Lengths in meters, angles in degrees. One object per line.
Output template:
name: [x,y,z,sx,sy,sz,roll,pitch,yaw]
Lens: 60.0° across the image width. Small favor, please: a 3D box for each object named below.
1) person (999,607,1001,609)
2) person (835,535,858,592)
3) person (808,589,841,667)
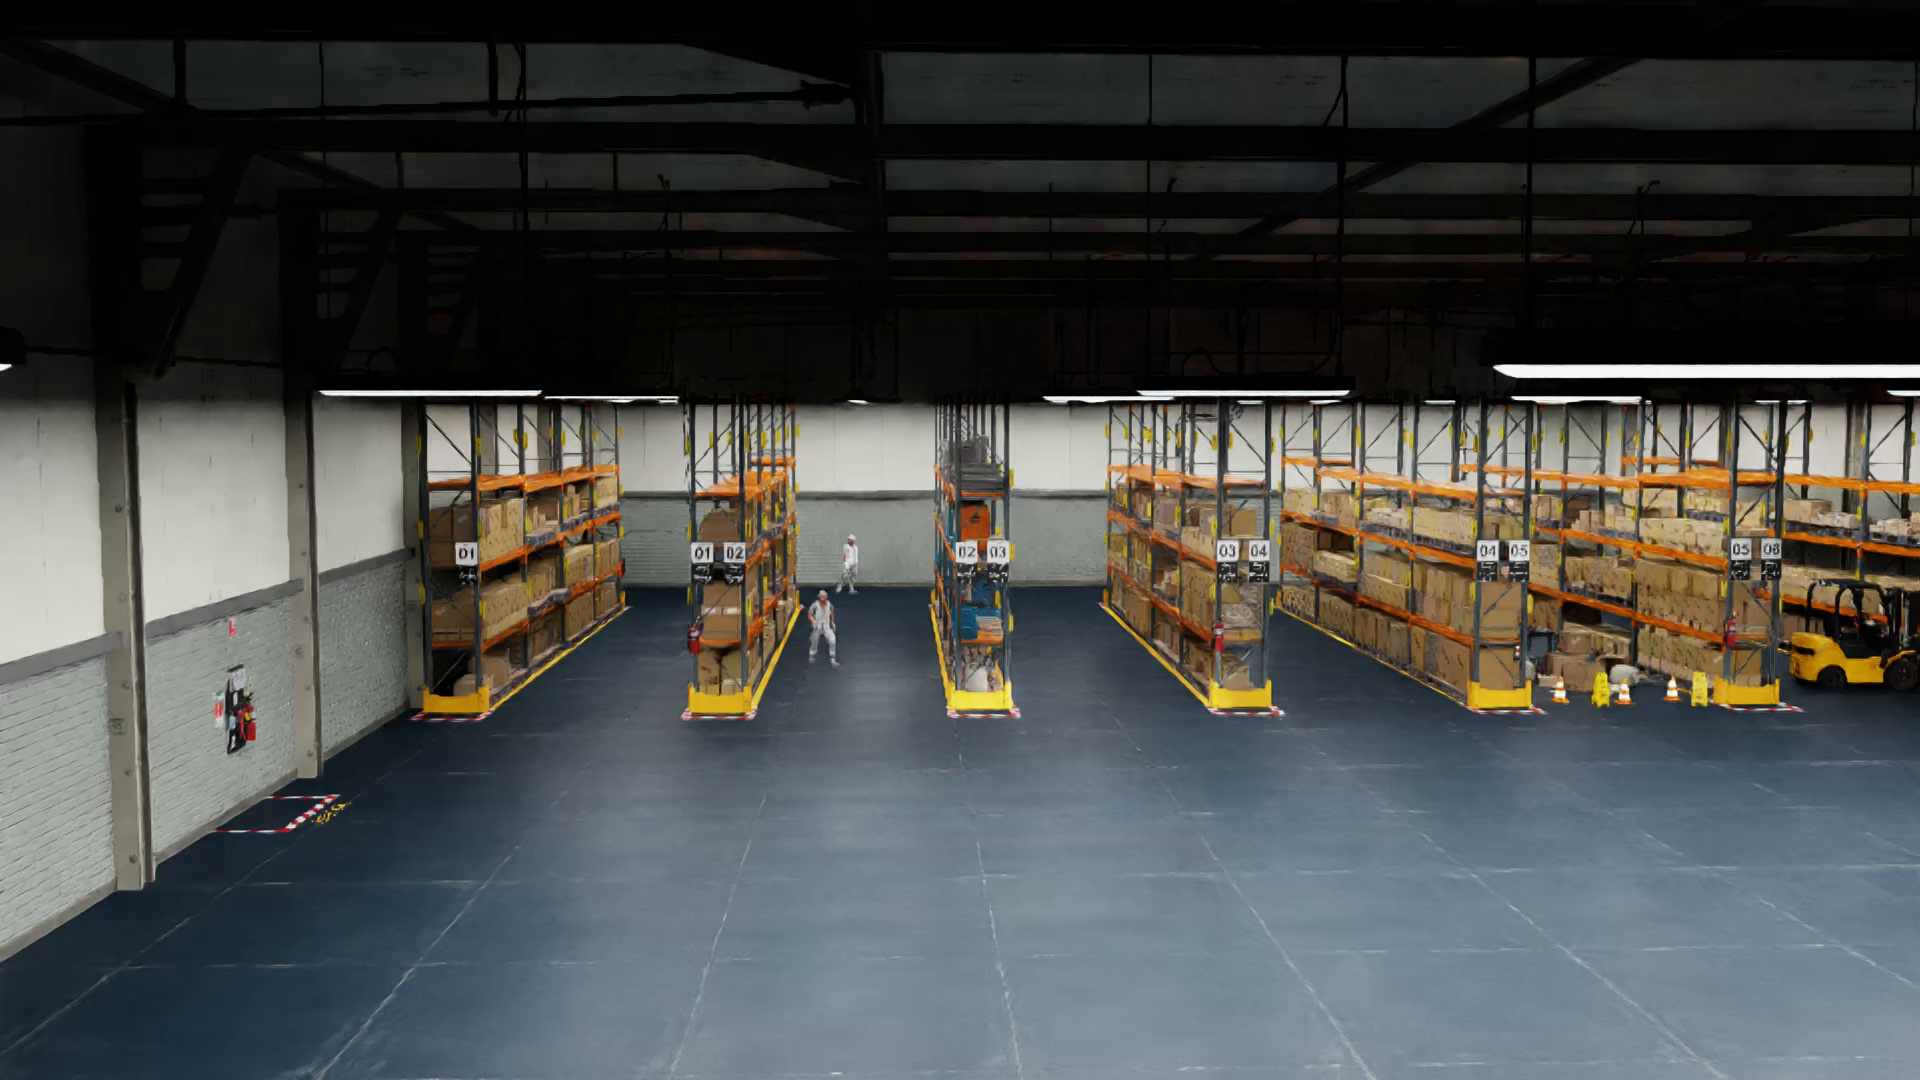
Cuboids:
person: [0.921,1.131,46.667,0.379,1.687,0.579,1,5,14]
person: [-3.488,0.739,51.250,0.490,1.773,0.741,5,6,45]
person: [-3.035,1.924,36.584,0.684,1.714,0.845,-2,5,-18]
